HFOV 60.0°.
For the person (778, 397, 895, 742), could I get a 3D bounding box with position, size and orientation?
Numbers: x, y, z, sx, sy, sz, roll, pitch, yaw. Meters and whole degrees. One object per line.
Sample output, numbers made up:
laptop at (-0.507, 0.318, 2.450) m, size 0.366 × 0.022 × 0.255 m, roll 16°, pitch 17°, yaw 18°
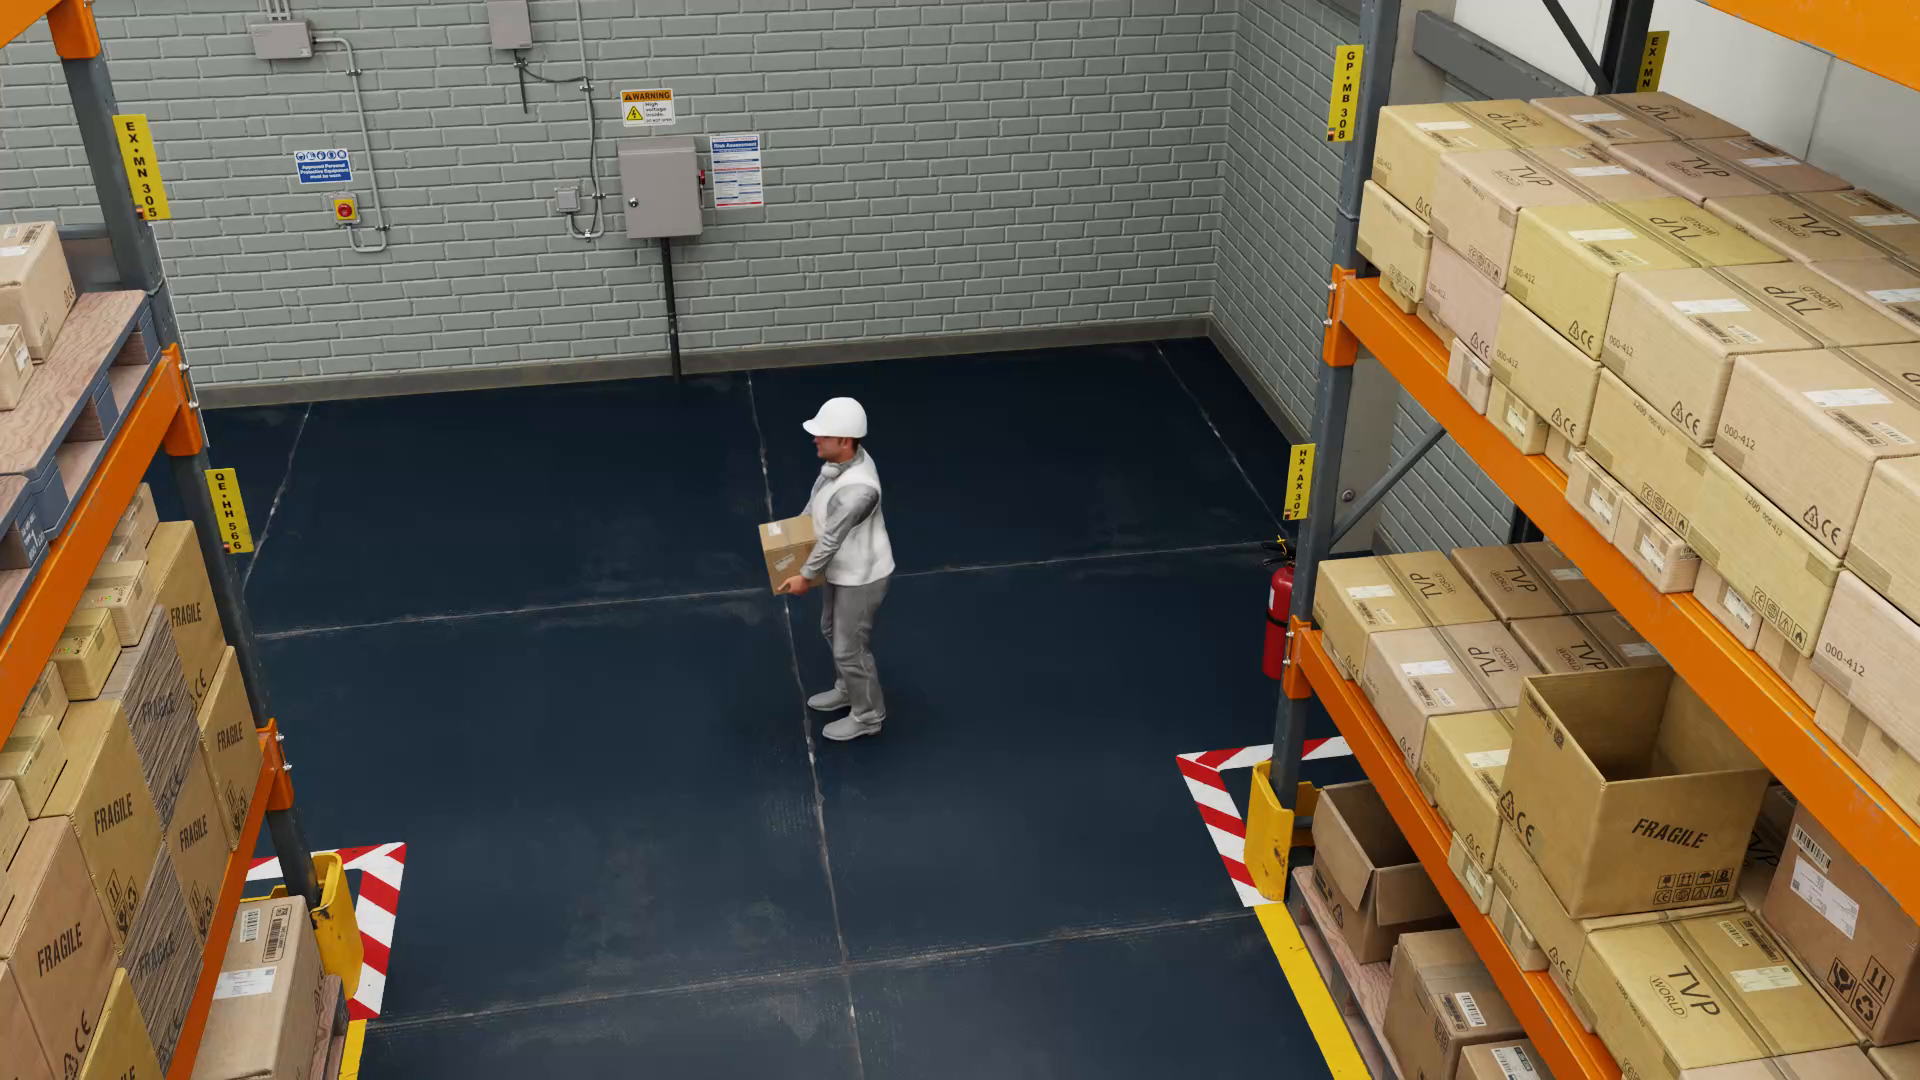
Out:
person at (-0.596, 0.140, 7.880) m, size 0.558 × 1.772 × 0.494 m, roll -6°, pitch 31°, yaw -10°
